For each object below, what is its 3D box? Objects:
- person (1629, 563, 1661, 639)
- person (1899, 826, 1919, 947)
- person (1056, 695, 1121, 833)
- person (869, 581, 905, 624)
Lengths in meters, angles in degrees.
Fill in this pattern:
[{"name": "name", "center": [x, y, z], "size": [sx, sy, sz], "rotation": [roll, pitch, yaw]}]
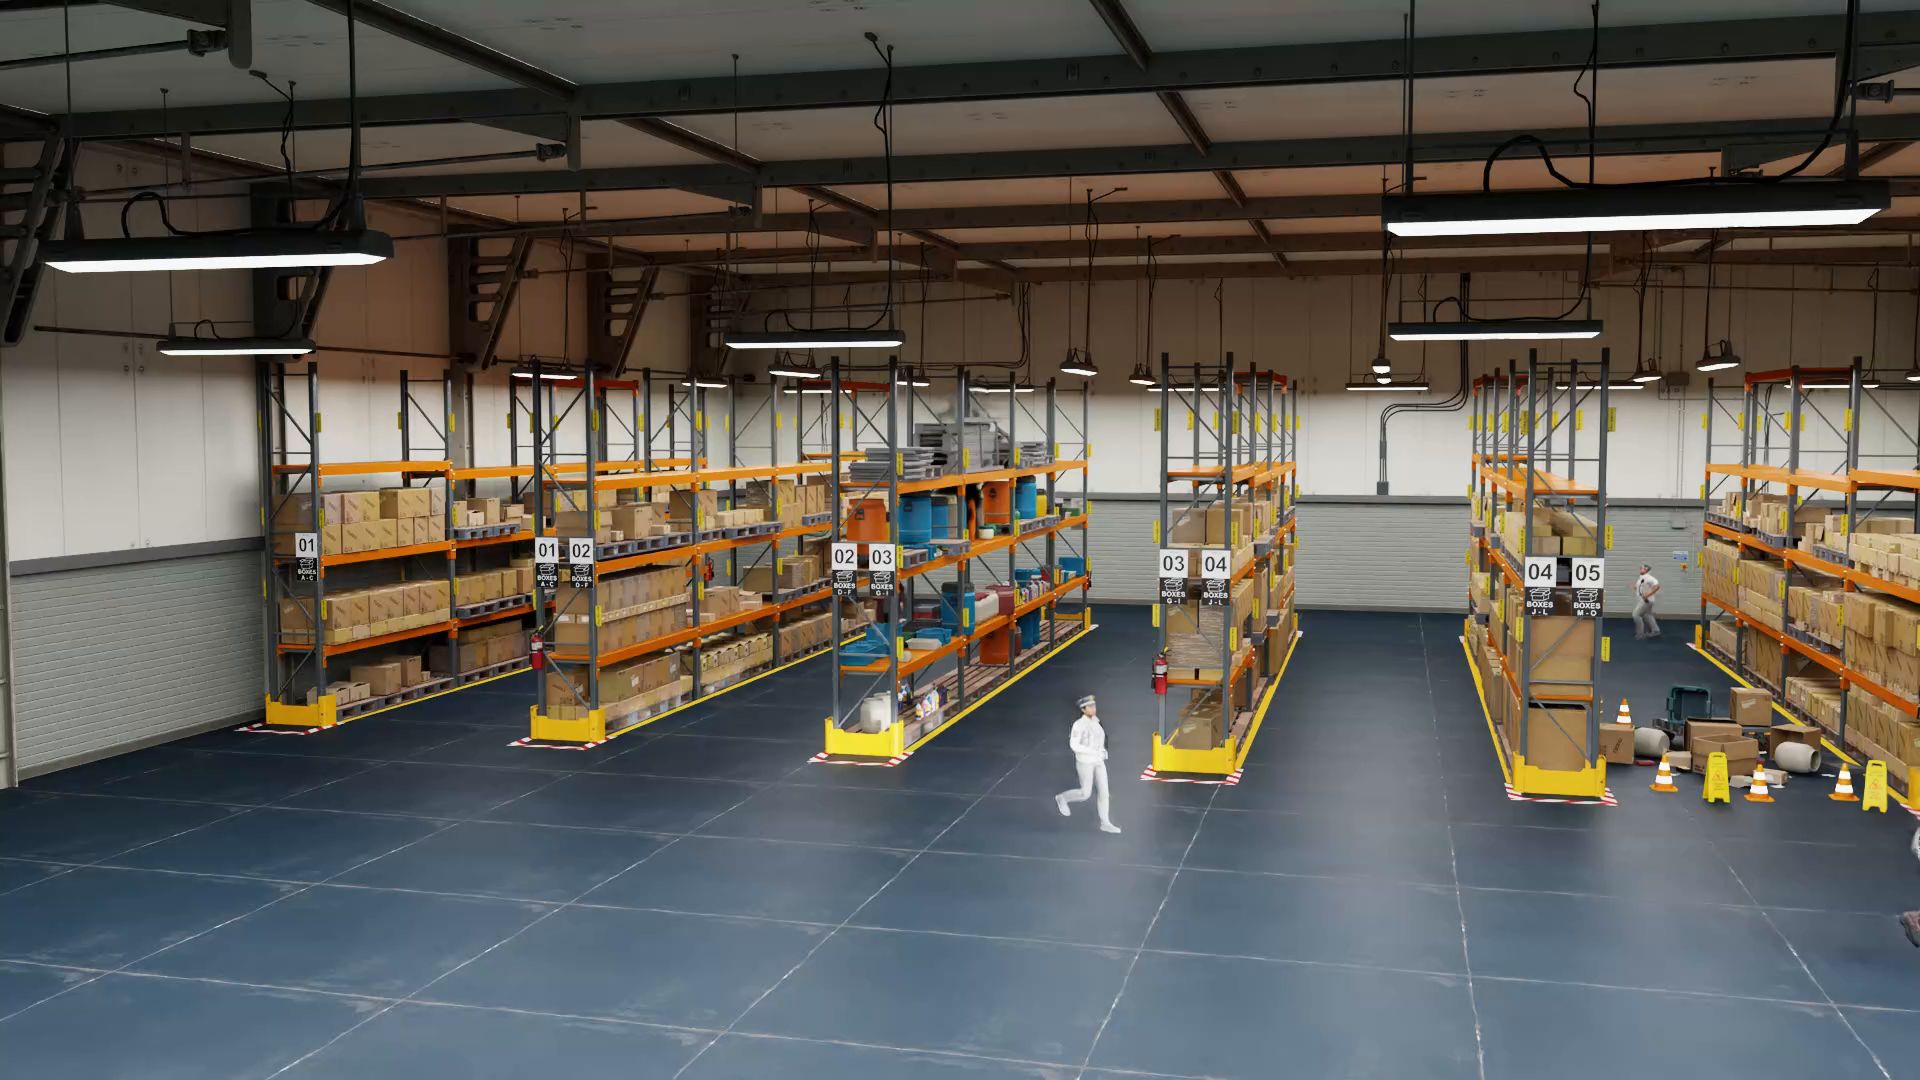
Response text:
[{"name": "person", "center": [15.844, 1.439, 38.430], "size": [0.762, 1.850, 0.658], "rotation": [1, 4, 15]}, {"name": "person", "center": [8.959, 3.102, 15.205], "size": [0.661, 1.698, 0.728], "rotation": [-3, 5, -38]}, {"name": "person", "center": [1.606, 2.725, 20.456], "size": [0.938, 1.661, 0.630], "rotation": [4, 6, 44]}, {"name": "person", "center": [-1.468, 1.456, 33.276], "size": [0.690, 1.825, 0.956], "rotation": [0, 4, 2]}]
